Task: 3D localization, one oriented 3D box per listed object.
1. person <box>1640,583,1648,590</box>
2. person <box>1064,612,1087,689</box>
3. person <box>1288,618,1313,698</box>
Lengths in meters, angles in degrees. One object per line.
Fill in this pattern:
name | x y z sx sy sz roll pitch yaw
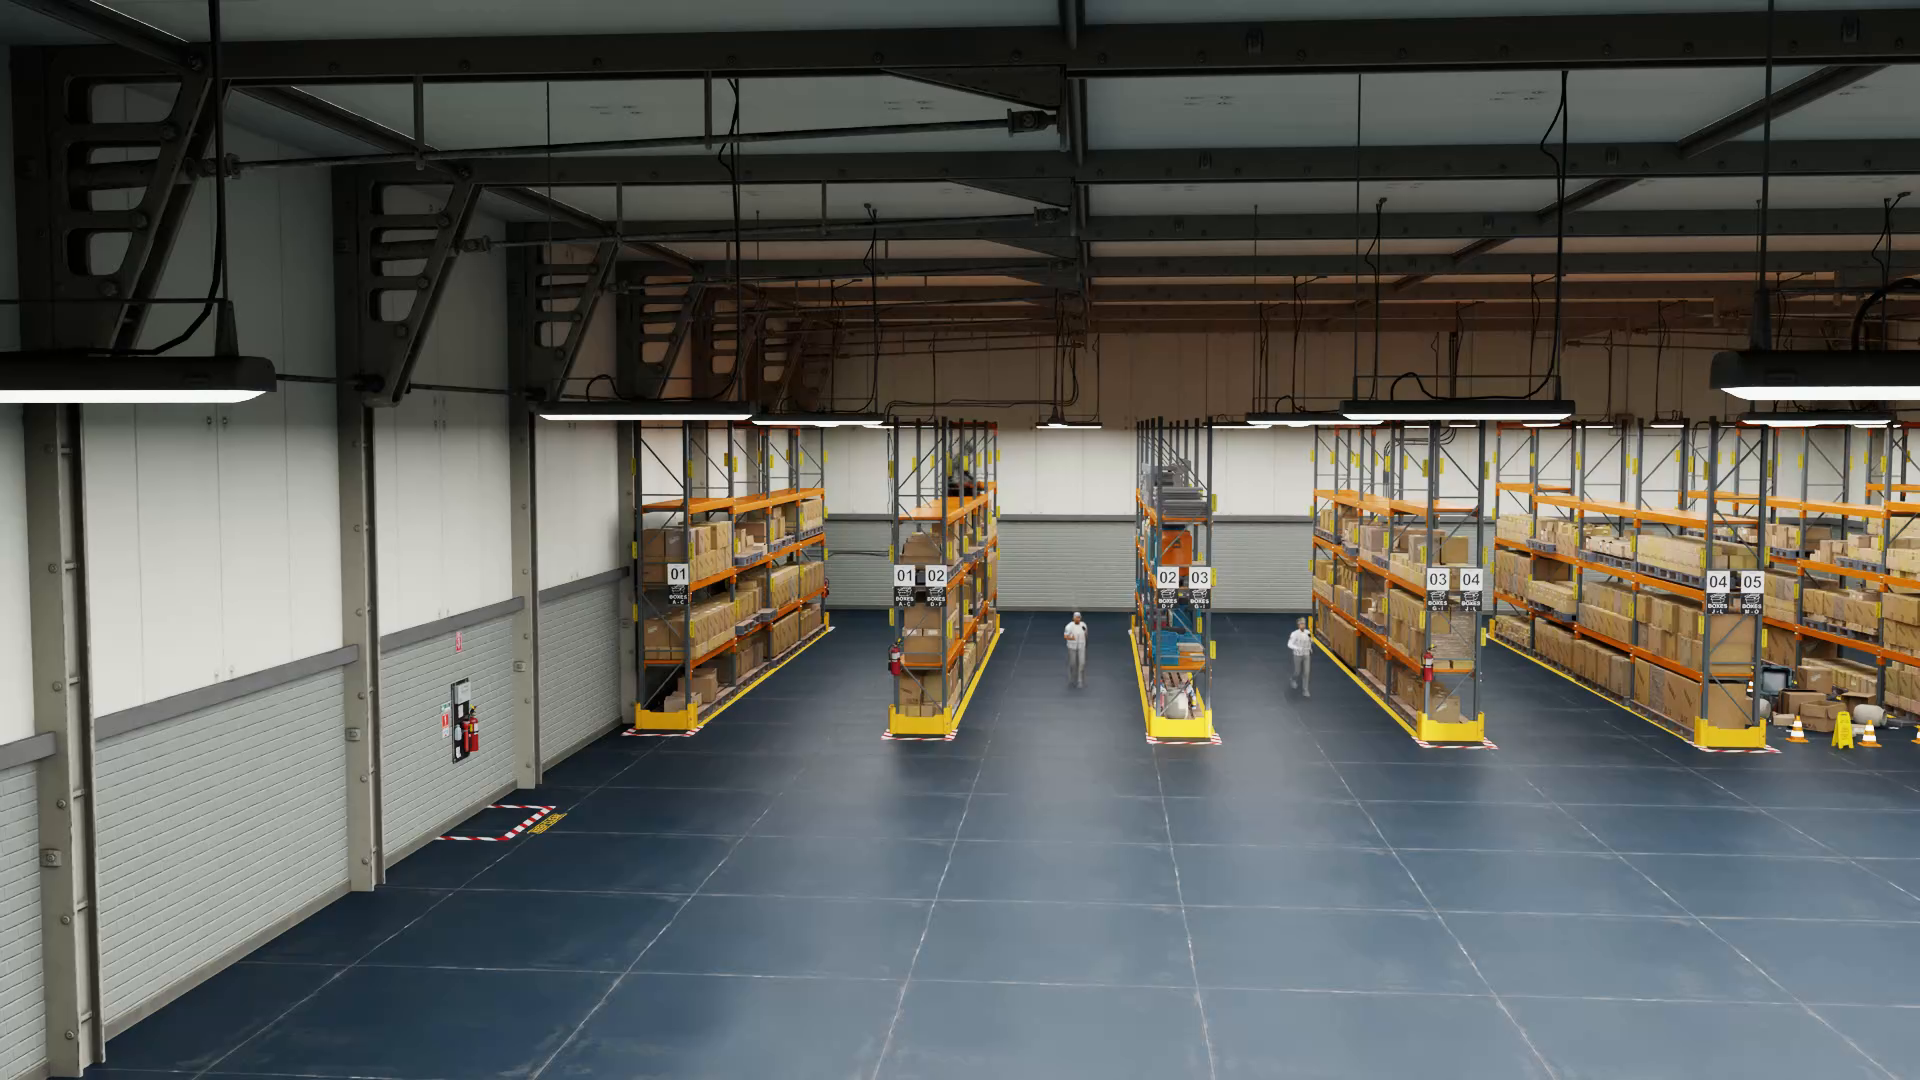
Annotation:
person | 19.465 1.874 47.278 0.772 1.577 0.581 1 4 11
person | 2.607 2.451 37.390 0.561 1.695 0.860 0 4 -4
person | 7.411 2.519 36.074 0.616 1.692 0.901 -1 4 -9
